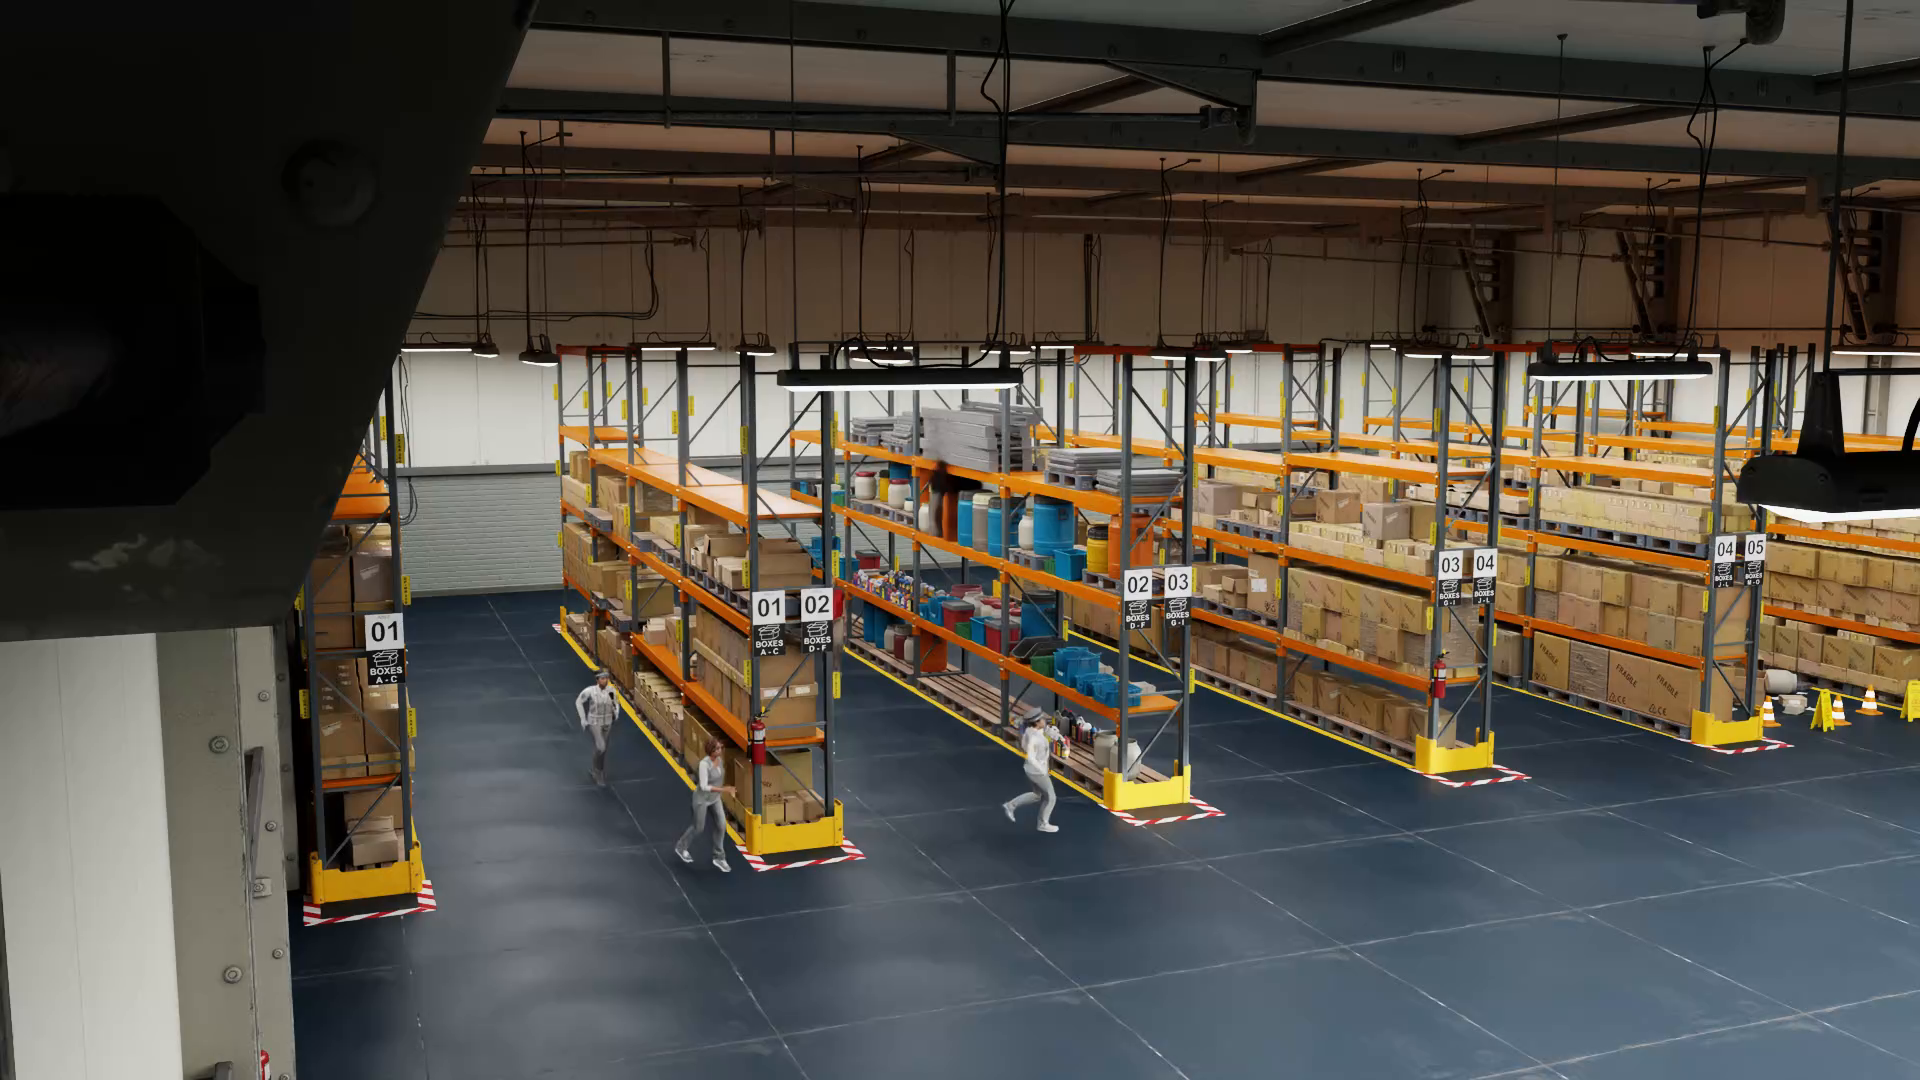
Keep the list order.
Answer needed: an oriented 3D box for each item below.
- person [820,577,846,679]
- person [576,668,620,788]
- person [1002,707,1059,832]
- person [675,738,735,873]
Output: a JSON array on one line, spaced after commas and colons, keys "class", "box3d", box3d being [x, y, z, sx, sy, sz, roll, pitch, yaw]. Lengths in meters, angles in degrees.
[{"class": "person", "box3d": [-2.284, 1.542, 29.447, 0.623, 1.825, 0.849, -2, 8, -15]}, {"class": "person", "box3d": [-5.011, 2.587, 23.128, 0.559, 1.702, 0.796, -6, 9, -38]}, {"class": "person", "box3d": [0.907, 2.893, 20.789, 0.714, 1.650, 0.619, -1, 7, -5]}, {"class": "person", "box3d": [-2.951, 3.087, 19.442, 0.953, 1.618, 0.491, 4, 8, 31]}]
